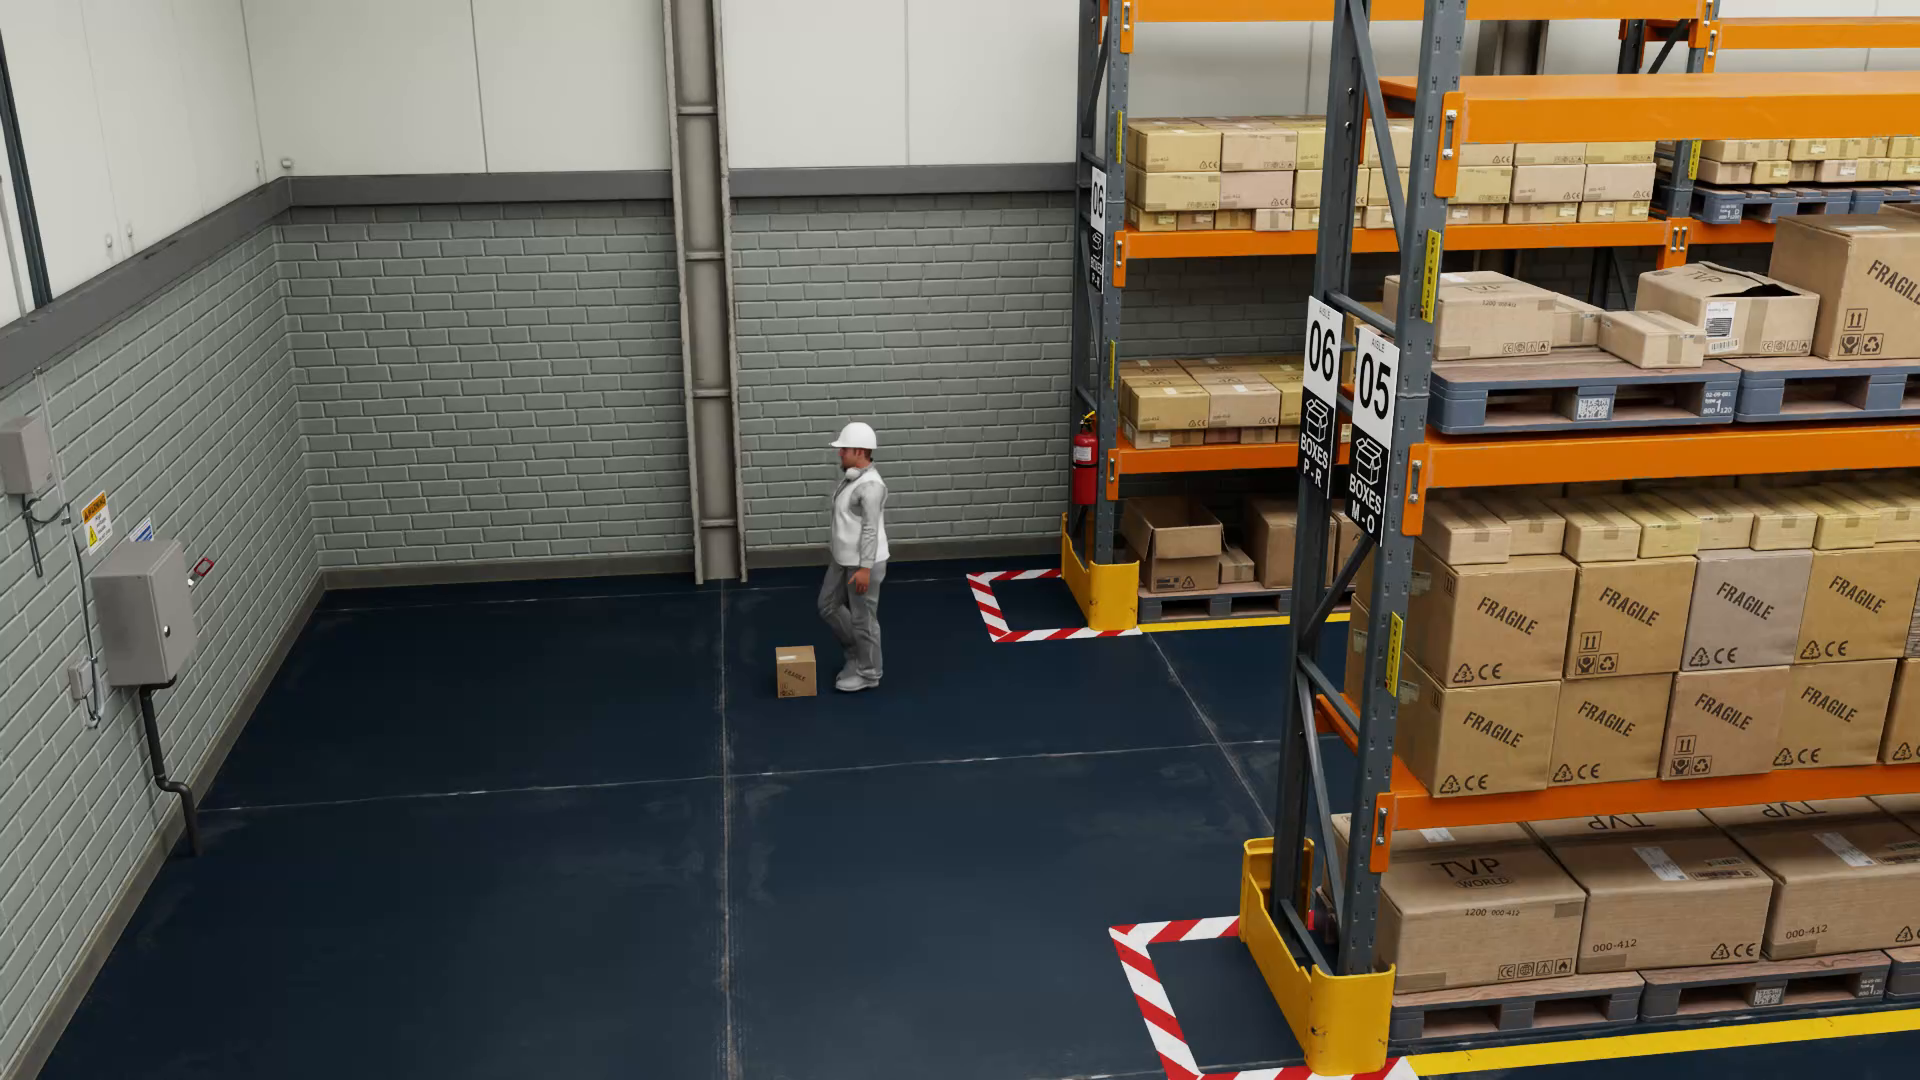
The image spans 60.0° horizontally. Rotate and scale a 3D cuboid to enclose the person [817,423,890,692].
[{"bbox_3d":[-0.678,0.136,10.675,0.431,1.800,0.577,-7,21,-17],"label":"person"}]
